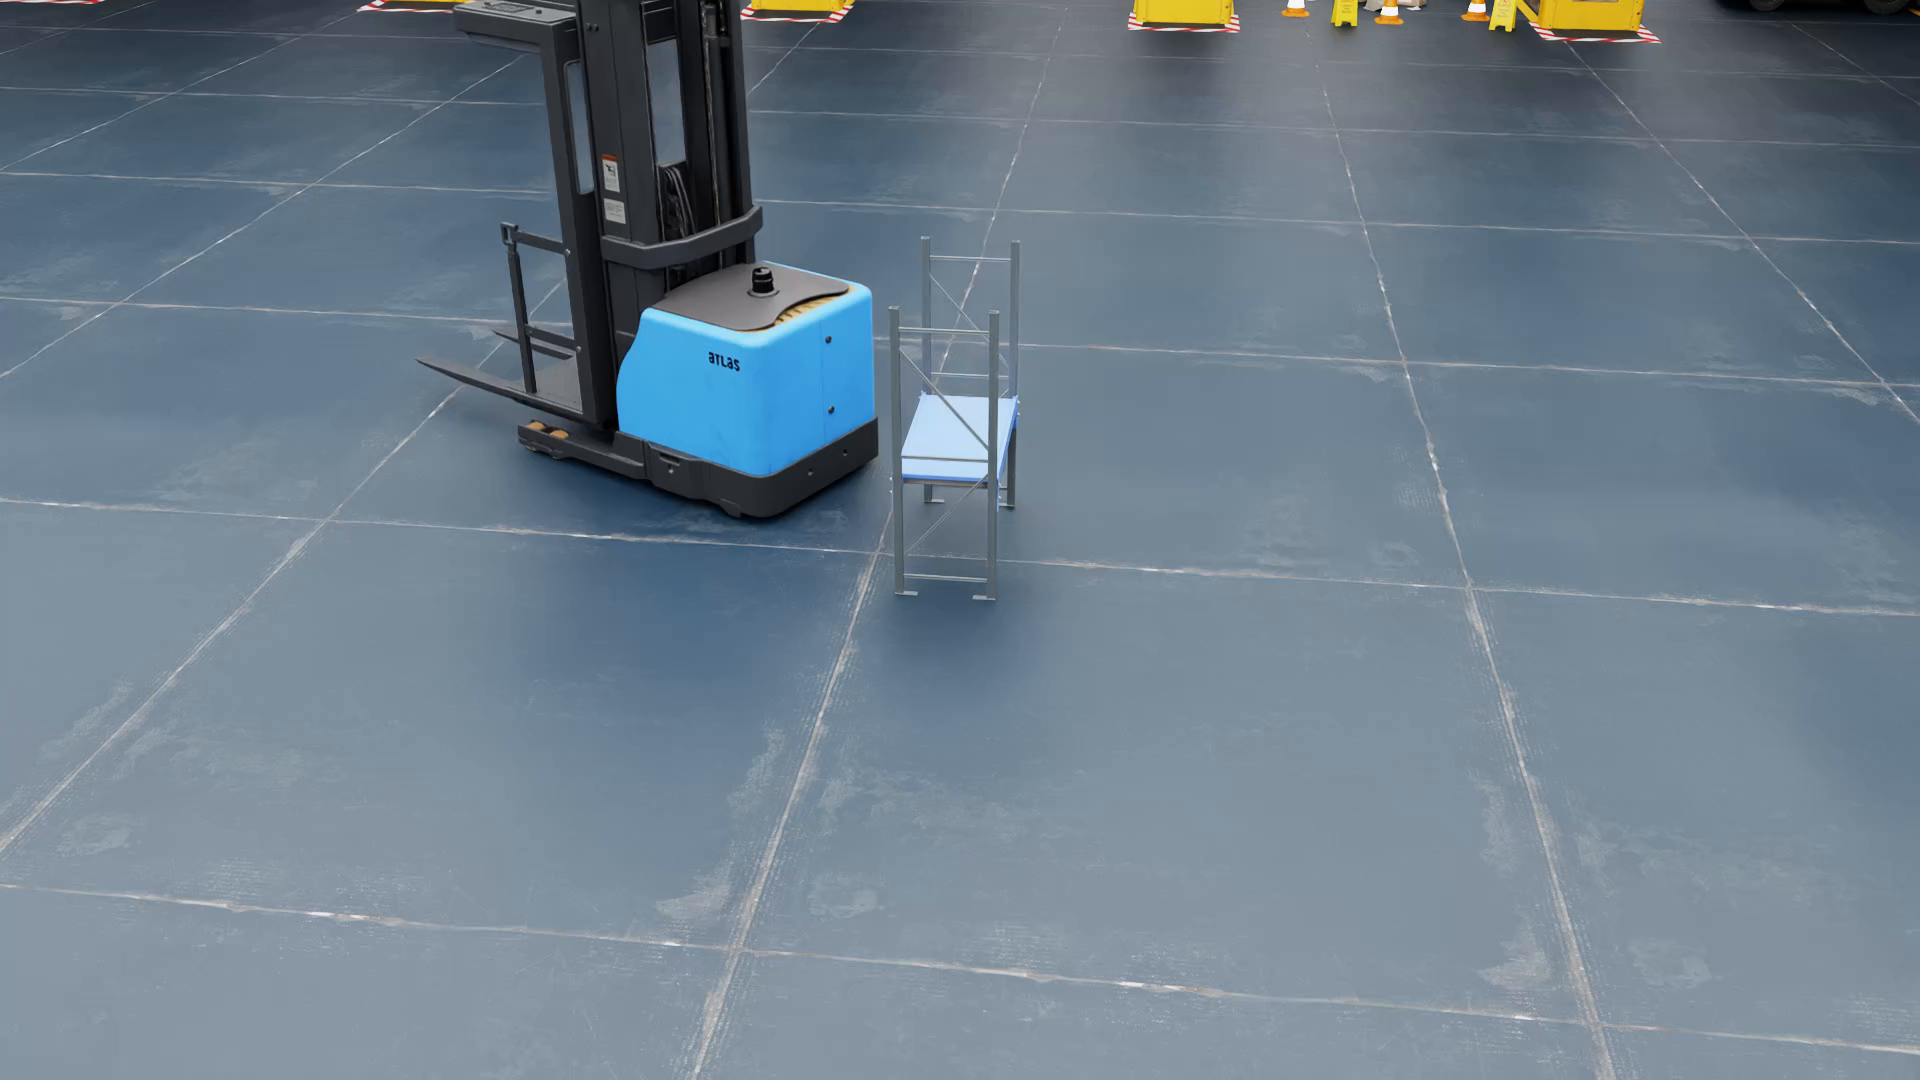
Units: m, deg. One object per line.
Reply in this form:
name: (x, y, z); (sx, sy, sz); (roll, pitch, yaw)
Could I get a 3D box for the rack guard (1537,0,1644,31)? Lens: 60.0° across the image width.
rack guard: (7.733, -6.545, 20.371); (1.175, 0.500, 0.348); (3, 28, 6)

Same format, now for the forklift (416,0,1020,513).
forklift: (-3.531, -5.372, 14.927); (15.967, 3.598, 10.324); (18, 33, 30)

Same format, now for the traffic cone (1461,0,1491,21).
traffic cone: (6.496, -6.770, 20.828); (0.336, 0.463, 0.334); (3, 28, 6)

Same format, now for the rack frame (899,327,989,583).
rack frame: (-0.071, -0.381, 7.875); (0.475, 1.308, 0.013); (3, 28, 6)

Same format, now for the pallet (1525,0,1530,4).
pallet: (8.020, -7.371, 22.209); (1.003, 0.211, 1.213); (3, 28, 6)

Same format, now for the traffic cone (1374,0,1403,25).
traffic cone: (5.353, -6.674, 20.651); (0.336, 0.463, 0.334); (3, 28, 6)

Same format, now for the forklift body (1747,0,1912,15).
forklift body: (-2.093, -9.788, 24.650); (29.396, 2.155, 5.688); (3, 28, 6)

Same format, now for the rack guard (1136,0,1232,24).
rack guard: (2.796, -6.738, 20.729); (1.175, 0.500, 0.348); (3, 28, 6)

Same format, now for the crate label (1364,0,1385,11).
crate label: (5.388, -6.905, 21.422); (0.250, 0.136, 0.298); (-11, 30, -20)

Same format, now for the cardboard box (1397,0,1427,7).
cardboard box: (5.880, -7.088, 21.751); (0.380, 0.149, 0.250); (20, 34, 32)

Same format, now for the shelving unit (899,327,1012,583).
shelving unit: (-0.011, -0.611, 8.303); (0.475, 1.308, 0.991); (3, 28, 6)

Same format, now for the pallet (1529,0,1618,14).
pallet: (7.868, -6.798, 21.146); (1.003, 0.211, 1.213); (3, 28, 6)

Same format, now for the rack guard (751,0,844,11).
rack guard: (-2.102, -7.121, 21.440); (1.175, 0.500, 0.348); (3, 28, 6)

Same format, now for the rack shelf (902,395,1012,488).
rack shelf: (-0.010, -0.505, 8.382); (0.459, 0.062, 0.952); (3, 28, 6)

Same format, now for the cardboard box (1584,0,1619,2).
cardboard box: (8.097, -6.947, 20.939); (0.507, 0.250, 0.507); (4, 29, 6)
